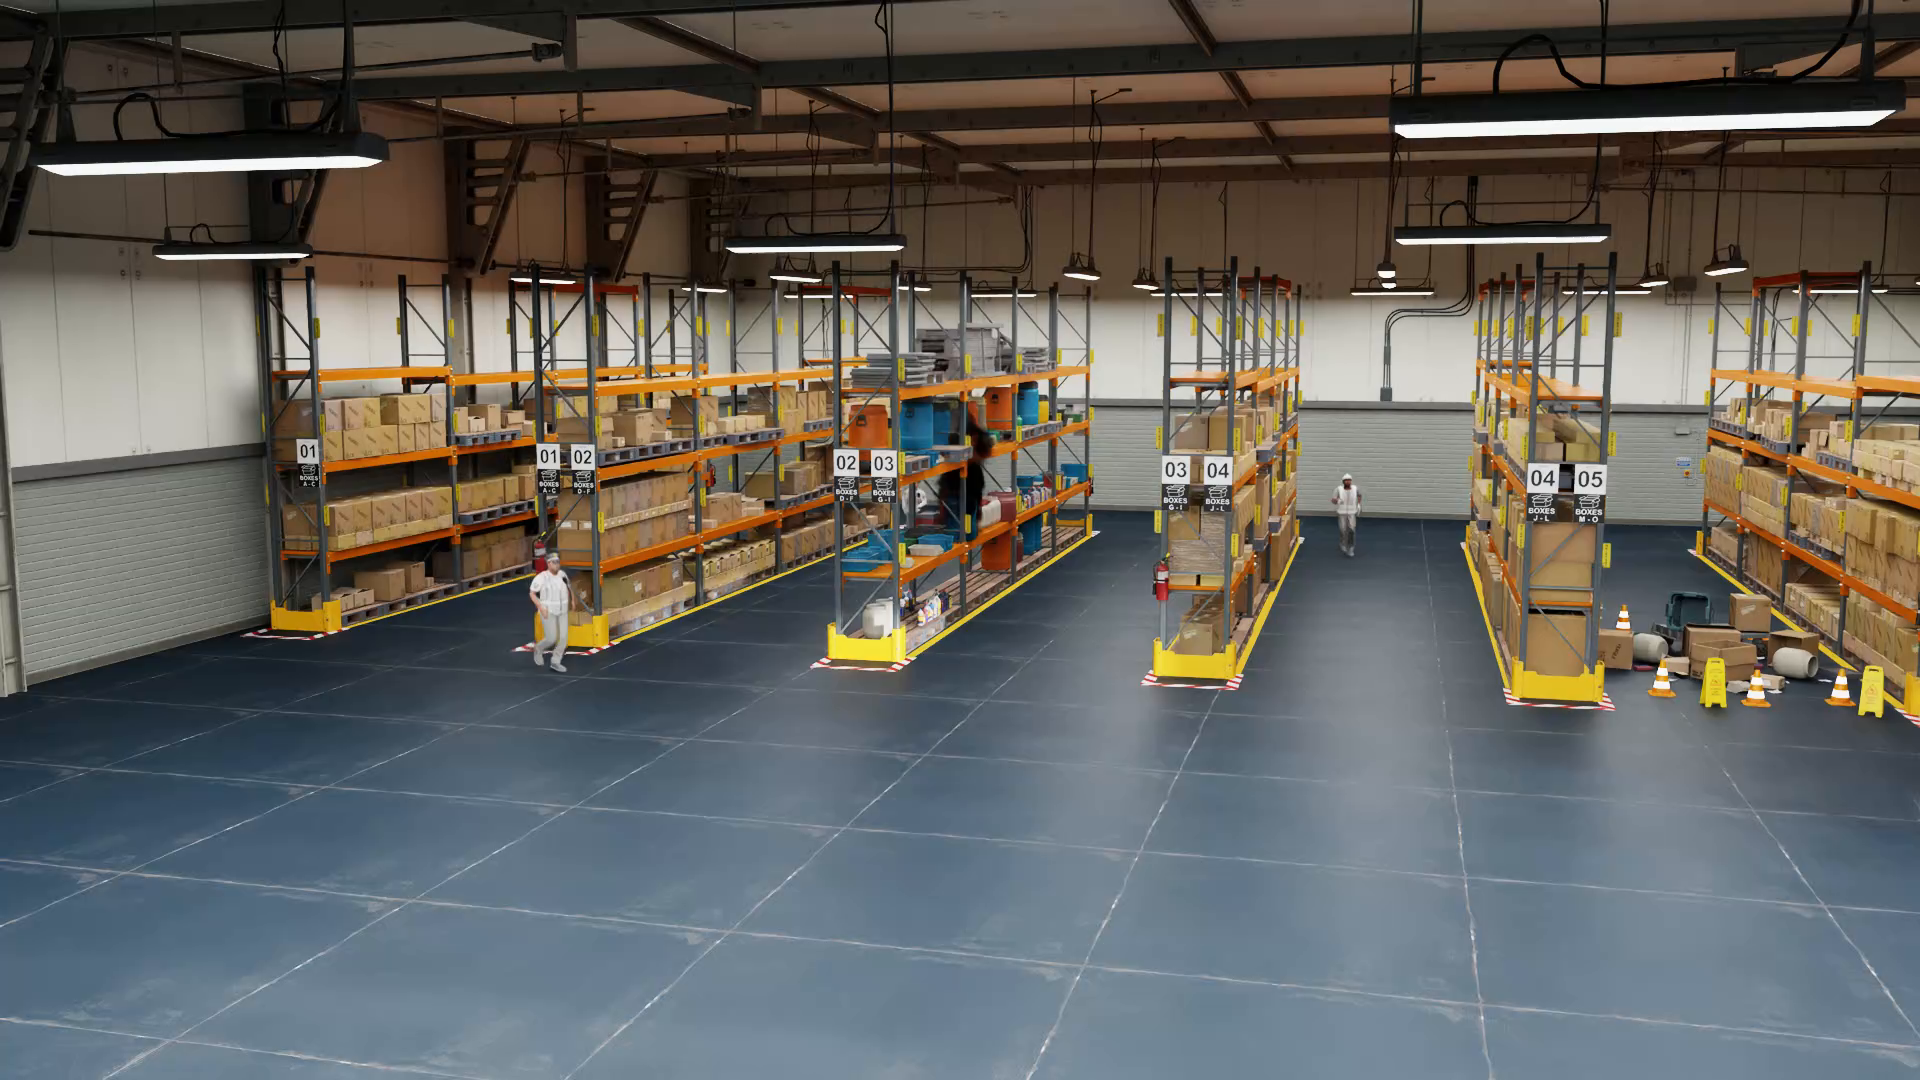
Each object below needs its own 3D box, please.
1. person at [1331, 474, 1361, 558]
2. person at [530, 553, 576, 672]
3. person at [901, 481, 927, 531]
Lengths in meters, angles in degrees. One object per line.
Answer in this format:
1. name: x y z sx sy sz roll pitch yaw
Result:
1. person: 8.544 -0.548 36.814 0.660 1.840 0.789 1 7 12
2. person: -5.996 1.045 24.495 0.598 1.760 0.683 7 10 42
3. person: -1.067 -0.631 38.062 0.614 1.645 0.589 1 7 9
